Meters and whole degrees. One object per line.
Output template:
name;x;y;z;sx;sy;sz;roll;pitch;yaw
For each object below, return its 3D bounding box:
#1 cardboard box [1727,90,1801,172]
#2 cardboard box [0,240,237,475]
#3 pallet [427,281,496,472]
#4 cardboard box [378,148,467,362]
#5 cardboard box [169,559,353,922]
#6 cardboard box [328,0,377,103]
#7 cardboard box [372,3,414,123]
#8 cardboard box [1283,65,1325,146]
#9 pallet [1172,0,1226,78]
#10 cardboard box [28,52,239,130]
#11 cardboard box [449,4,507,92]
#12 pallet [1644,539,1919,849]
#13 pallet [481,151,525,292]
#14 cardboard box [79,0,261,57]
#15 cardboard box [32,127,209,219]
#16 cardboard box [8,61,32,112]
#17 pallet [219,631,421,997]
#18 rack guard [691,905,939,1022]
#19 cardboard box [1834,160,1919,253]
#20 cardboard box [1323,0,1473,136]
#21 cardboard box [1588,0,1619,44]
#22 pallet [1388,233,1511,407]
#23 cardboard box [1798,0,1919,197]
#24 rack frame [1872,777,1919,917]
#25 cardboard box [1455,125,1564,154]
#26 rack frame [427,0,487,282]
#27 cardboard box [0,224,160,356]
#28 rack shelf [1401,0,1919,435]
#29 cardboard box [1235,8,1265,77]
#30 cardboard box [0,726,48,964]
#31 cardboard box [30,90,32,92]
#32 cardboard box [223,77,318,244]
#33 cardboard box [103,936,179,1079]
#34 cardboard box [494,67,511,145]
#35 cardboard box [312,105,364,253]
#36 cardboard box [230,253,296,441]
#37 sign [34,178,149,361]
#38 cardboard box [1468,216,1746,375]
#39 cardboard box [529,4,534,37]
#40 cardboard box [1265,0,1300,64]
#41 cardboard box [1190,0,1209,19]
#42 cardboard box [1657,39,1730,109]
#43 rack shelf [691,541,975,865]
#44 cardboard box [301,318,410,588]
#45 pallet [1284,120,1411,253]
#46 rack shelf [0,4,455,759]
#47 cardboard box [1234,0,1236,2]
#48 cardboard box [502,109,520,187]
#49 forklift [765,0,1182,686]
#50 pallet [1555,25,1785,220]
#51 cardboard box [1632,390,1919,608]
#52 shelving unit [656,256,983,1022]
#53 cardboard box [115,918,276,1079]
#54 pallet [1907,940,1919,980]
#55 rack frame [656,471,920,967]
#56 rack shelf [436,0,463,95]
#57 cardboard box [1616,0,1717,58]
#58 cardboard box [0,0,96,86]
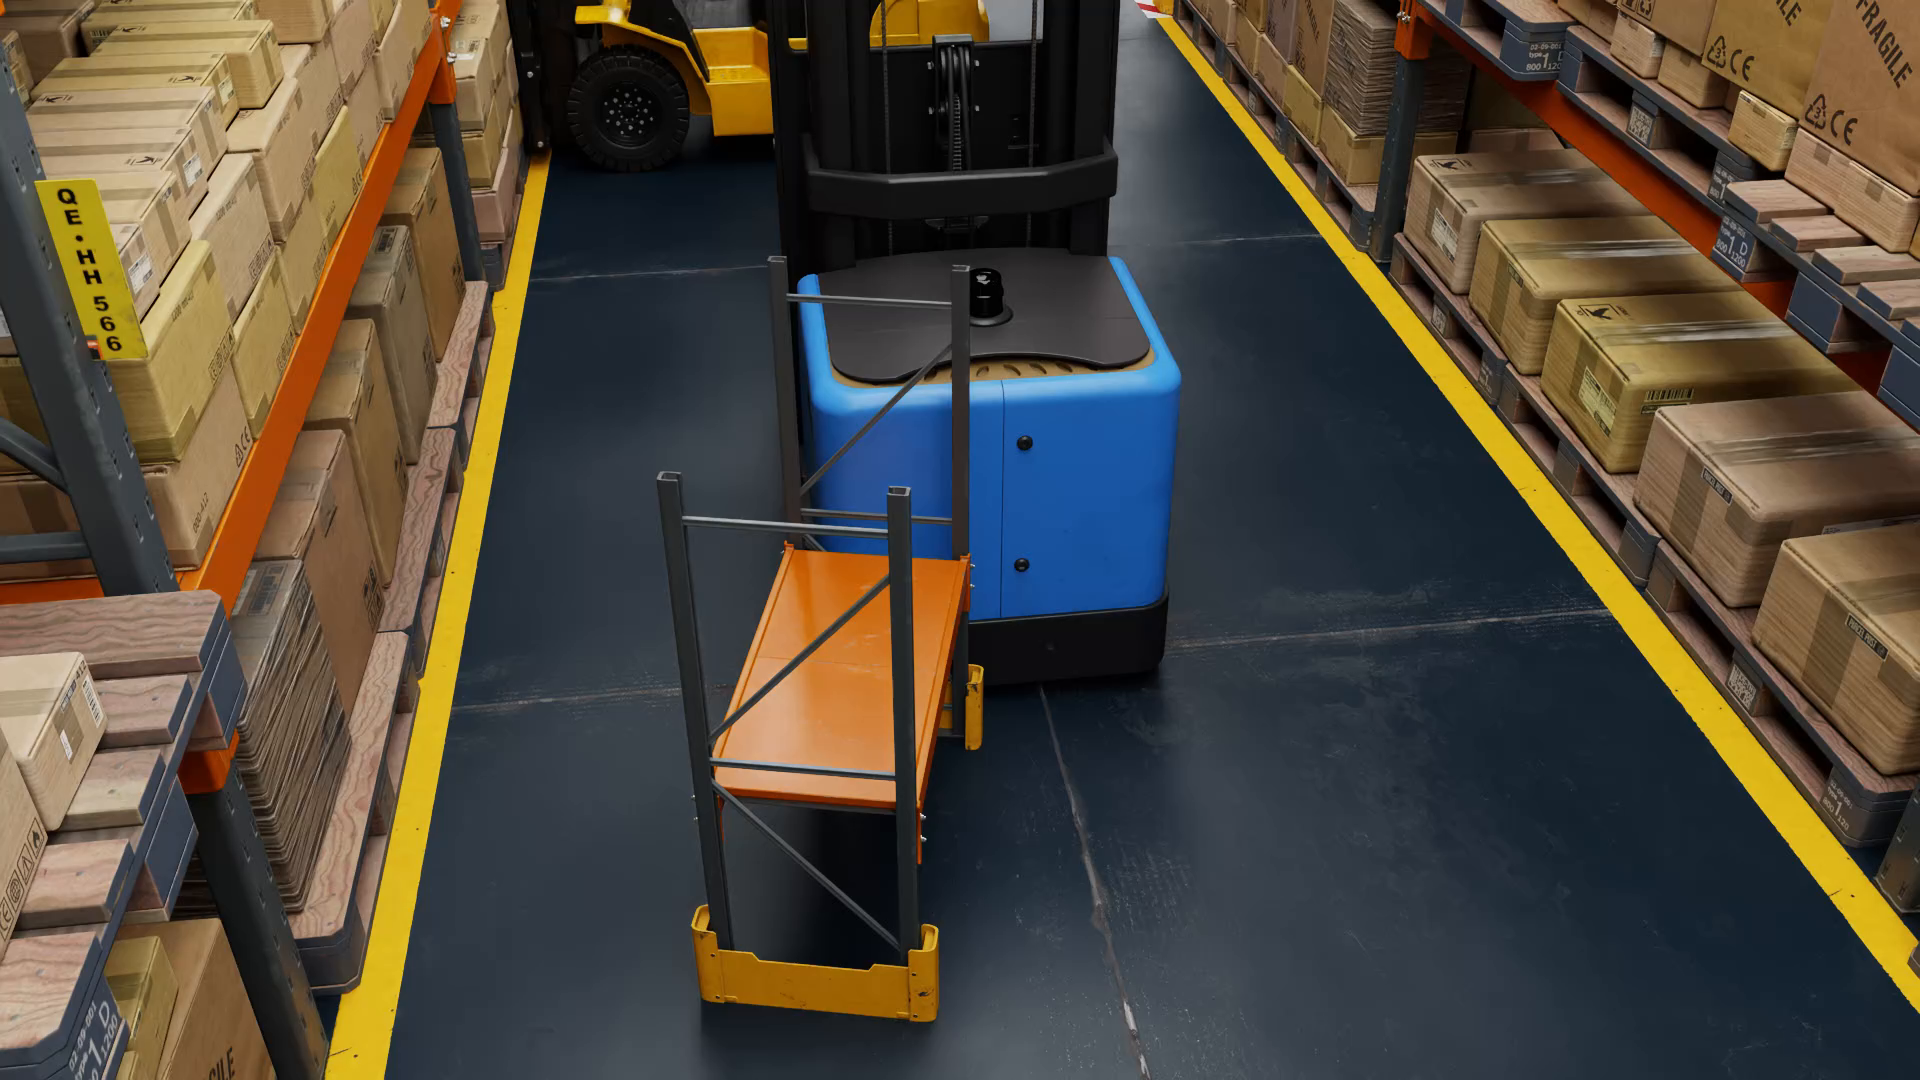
cardboard box;2.386;-1.144;4.616;0.380;0.149;0.250;-4;34;-6
cardboard box;-1.785;-0.369;3.318;0.500;0.250;0.500;-4;35;-6
pallet;-2.392;-0.628;6.485;1.003;0.211;1.213;-4;35;-6
cardboard box;-2.448;-1.091;6.423;0.875;0.625;0.625;-3;34;-4
cardboard box;-2.062;0.502;4.086;0.875;0.625;0.625;-3;34;-5
cardboard box;-2.071;-1.507;4.986;0.500;0.250;0.500;-4;34;-5
cardboard box;-2.130;-1.585;5.546;0.500;0.250;0.500;-5;35;-7
cardboard box;1.961;-2.210;8.398;0.500;0.250;0.500;-5;35;-8
pallet;1.935;-3.148;10.182;1.003;0.211;1.213;-4;35;-6
cardboard box;-1.951;-1.039;3.947;0.380;0.149;0.250;-4;34;-6
cardboard box;-2.343;-2.219;7.524;0.500;0.250;0.500;-4;35;-6
pallet;2.823;0.381;5.003;1.003;0.211;1.213;-4;35;-6
pallet;-2.595;-1.484;7.739;1.003;0.211;1.213;-4;35;-6
cardboard box;-2.058;-1.323;4.364;0.380;0.149;0.250;-4;35;-6
cardboard box;-1.840;-0.757;3.532;0.380;0.149;0.250;-3;34;-5
cardboard box;-2.417;-1.002;3.892;0.380;0.149;0.250;-5;35;-7
pallet;-2.064;0.733;4.487;1.003;0.211;1.213;-4;35;-6
rack guard;-0.346;1.025;4.024;0.587;0.250;0.087;4;34;6
cardboard box;2.463;-0.851;4.185;0.380;0.149;0.250;-5;35;-7
cardboard box;2.043;-2.224;7.752;0.500;0.500;0.500;-5;35;-7
cardboard box;2.313;-1.727;5.471;0.380;0.149;0.250;-4;34;-6
pallet;2.495;-0.980;7.001;1.003;0.211;1.213;-4;35;-6
cardboard box;2.509;-1.193;4.111;0.500;0.500;0.500;-5;35;-7
rack frame;2.926;-0.335;3.578;1.000;3.000;0.127;-4;35;-6
cardboard box;2.577;-1.954;8.022;0.500;0.250;0.500;-6;35;-9
rack frame;-2.530;-2.189;6.298;1.000;3.000;0.127;-4;35;-6
cardboard box;-1.743;-0.466;3.106;0.380;0.149;0.250;-3;34;-5
rack shelf;2.657;-1.153;5.418;1.077;0.370;4.000;-4;35;-6
cardboard box;1.832;-2.776;9.229;0.500;0.250;0.500;-2;34;-3
cardboard box;-1.529;0.496;2.119;0.500;0.250;0.500;-6;35;-9
cardboard box;-2.463;-0.896;4.090;0.500;0.250;0.500;-5;35;-7
cardboard box;-1.928;-0.940;4.155;0.500;0.250;0.500;-5;35;-8
cardboard box;-1.674;0.891;3.050;0.380;0.149;0.250;-6;35;-9
cardboard box;-2.359;-2.007;7.656;0.500;0.250;0.500;-5;35;-7
cardboard box;-2.016;-1.018;4.714;0.500;0.250;0.500;-3;34;-5
cardboard box;-1.872;-0.442;3.868;0.500;0.250;0.500;-5;35;-7
sign;-1.455;-0.449;2.787;0.100;0.325;0.005;-4;35;-6
cardboard box;2.561;-0.961;6.457;0.950;0.372;0.625;-2;34;-3
cardboard box;-2.545;-2.850;8.893;0.500;0.250;0.500;-5;35;-7
cardboard box;1.903;-2.792;8.586;0.500;0.500;0.500;-3;34;-4
cardboard box;1.685;-3.365;10.093;0.500;0.250;0.500;-5;35;-7
cardboard box;2.362;-1.428;5.032;0.380;0.149;0.250;-5;35;-8
rack shelf;-0.285;0.374;4.189;0.538;0.185;1.000;4;34;6
cardboard box;-2.249;-0.238;5.171;0.875;0.625;0.625;-6;35;-8
pallet;2.263;-1.787;8.184;1.003;0.211;1.213;-4;35;-6
rack shelf;-2.261;-0.775;4.863;1.077;0.370;4.000;-4;35;-6
cardboard box;1.763;-3.370;9.435;0.500;0.500;0.500;-6;35;-8
cardboard box;-2.350;-1.803;7.801;0.500;0.250;0.500;-5;35;-7
forklift;-0.085;-1.563;5.440;1.130;2.935;3.031;-4;35;-6
pallet;2.620;-1.357;5.248;1.003;0.211;1.213;-4;35;-6
cardboard box;2.753;-0.150;5.266;0.950;0.372;0.625;-5;35;-7
shelving unit;-0.286;0.230;4.081;0.587;1.500;1.083;4;34;6
cardboard box;-1.722;1.122;3.286;0.500;0.500;0.500;-3;34;-5
pallet;2.958;1.263;3.709;1.003;0.211;1.213;-4;35;-6
rack frame;-0.346;0.509;3.671;0.500;1.500;0.032;4;34;6
rack shelf;-2.799;-3.008;8.139;1.077;0.370;4.000;-4;35;-6
cardboard box;2.368;-1.779;4.971;0.500;0.500;0.500;-6;35;-8
cardboard box;-2.462;-1.288;4.311;0.380;0.149;0.250;-3;34;-5
